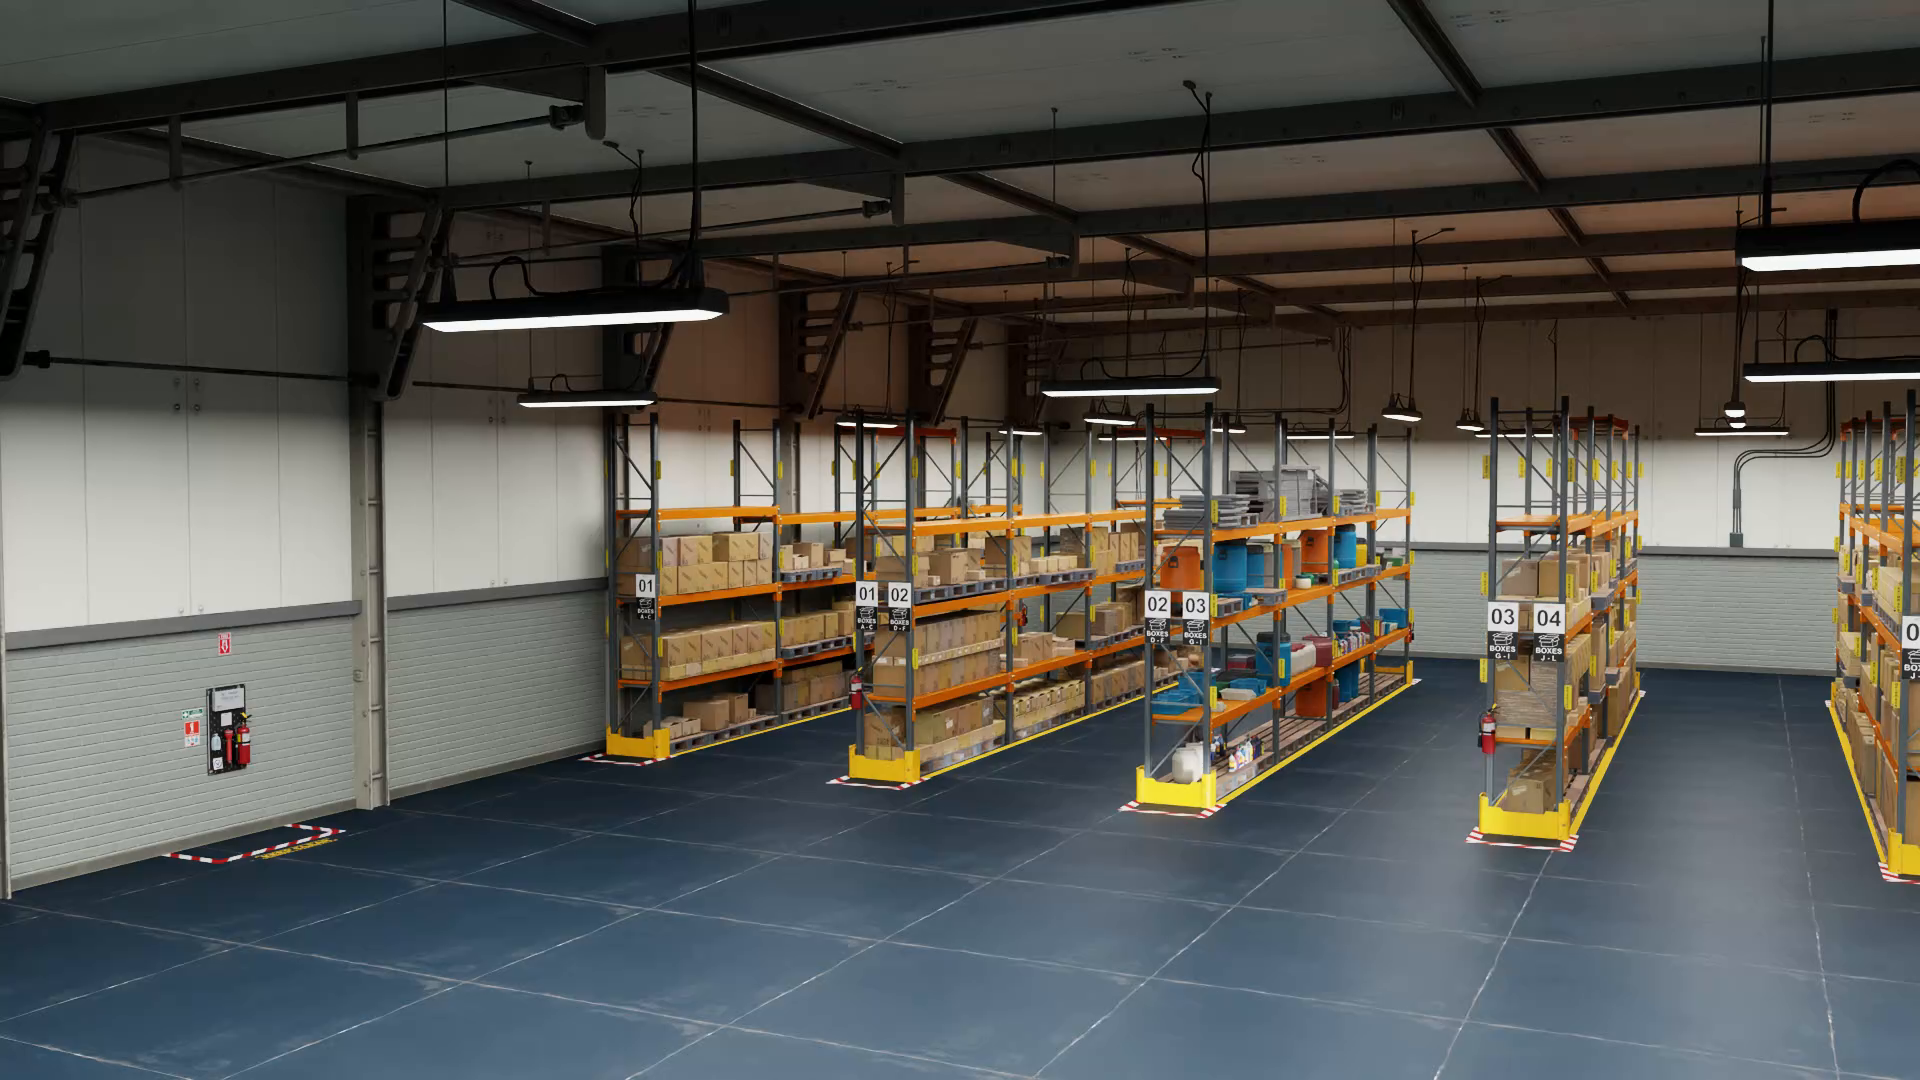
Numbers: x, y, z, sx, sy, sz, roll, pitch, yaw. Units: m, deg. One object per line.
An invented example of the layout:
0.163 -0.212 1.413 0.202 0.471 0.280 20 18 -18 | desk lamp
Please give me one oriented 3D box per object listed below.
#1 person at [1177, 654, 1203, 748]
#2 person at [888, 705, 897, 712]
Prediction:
4.126 2.903 29.832 0.489 1.740 0.615 1 3 23 | person
-1.285 2.760 32.273 0.372 1.794 0.565 1 2 13 | person
